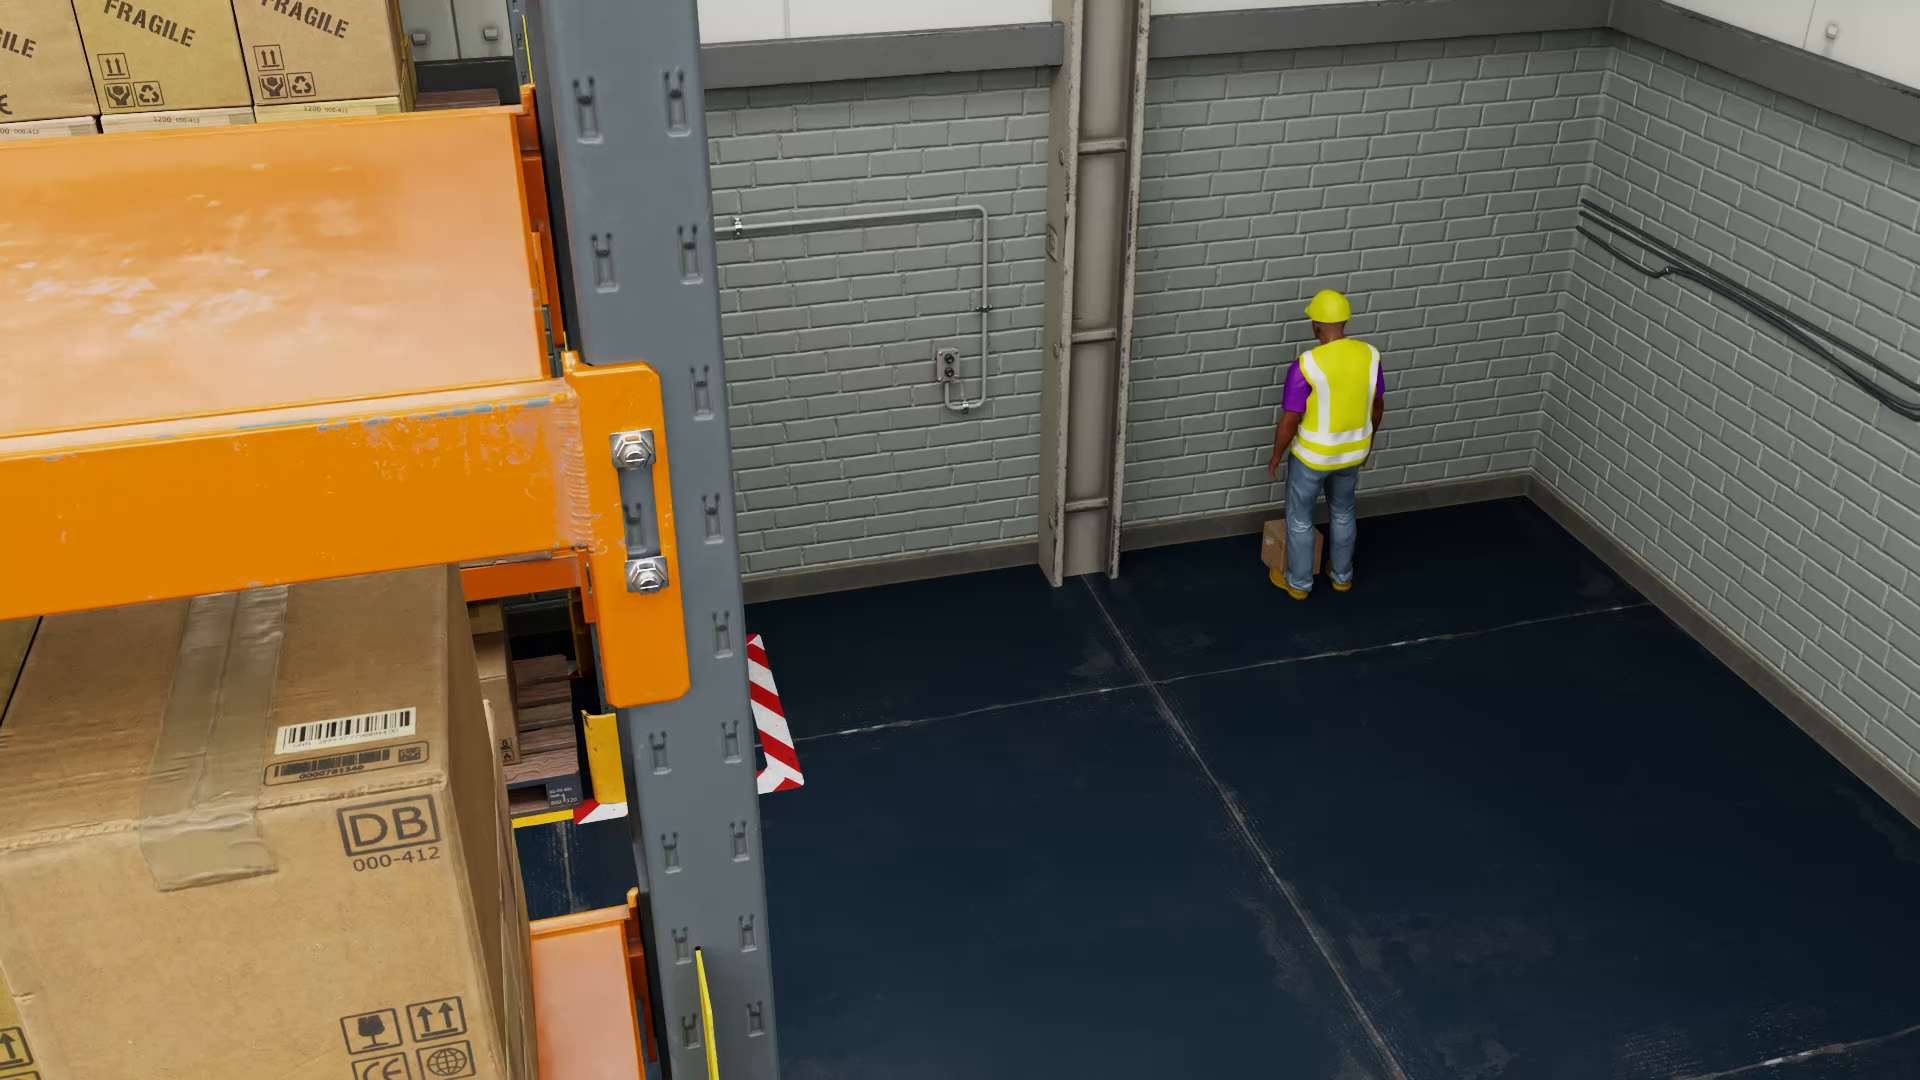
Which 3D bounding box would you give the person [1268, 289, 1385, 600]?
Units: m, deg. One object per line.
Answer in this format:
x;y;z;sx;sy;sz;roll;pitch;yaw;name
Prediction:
1.962;-0.498;8.975;0.635;1.756;0.457;-10;31;-16;person
